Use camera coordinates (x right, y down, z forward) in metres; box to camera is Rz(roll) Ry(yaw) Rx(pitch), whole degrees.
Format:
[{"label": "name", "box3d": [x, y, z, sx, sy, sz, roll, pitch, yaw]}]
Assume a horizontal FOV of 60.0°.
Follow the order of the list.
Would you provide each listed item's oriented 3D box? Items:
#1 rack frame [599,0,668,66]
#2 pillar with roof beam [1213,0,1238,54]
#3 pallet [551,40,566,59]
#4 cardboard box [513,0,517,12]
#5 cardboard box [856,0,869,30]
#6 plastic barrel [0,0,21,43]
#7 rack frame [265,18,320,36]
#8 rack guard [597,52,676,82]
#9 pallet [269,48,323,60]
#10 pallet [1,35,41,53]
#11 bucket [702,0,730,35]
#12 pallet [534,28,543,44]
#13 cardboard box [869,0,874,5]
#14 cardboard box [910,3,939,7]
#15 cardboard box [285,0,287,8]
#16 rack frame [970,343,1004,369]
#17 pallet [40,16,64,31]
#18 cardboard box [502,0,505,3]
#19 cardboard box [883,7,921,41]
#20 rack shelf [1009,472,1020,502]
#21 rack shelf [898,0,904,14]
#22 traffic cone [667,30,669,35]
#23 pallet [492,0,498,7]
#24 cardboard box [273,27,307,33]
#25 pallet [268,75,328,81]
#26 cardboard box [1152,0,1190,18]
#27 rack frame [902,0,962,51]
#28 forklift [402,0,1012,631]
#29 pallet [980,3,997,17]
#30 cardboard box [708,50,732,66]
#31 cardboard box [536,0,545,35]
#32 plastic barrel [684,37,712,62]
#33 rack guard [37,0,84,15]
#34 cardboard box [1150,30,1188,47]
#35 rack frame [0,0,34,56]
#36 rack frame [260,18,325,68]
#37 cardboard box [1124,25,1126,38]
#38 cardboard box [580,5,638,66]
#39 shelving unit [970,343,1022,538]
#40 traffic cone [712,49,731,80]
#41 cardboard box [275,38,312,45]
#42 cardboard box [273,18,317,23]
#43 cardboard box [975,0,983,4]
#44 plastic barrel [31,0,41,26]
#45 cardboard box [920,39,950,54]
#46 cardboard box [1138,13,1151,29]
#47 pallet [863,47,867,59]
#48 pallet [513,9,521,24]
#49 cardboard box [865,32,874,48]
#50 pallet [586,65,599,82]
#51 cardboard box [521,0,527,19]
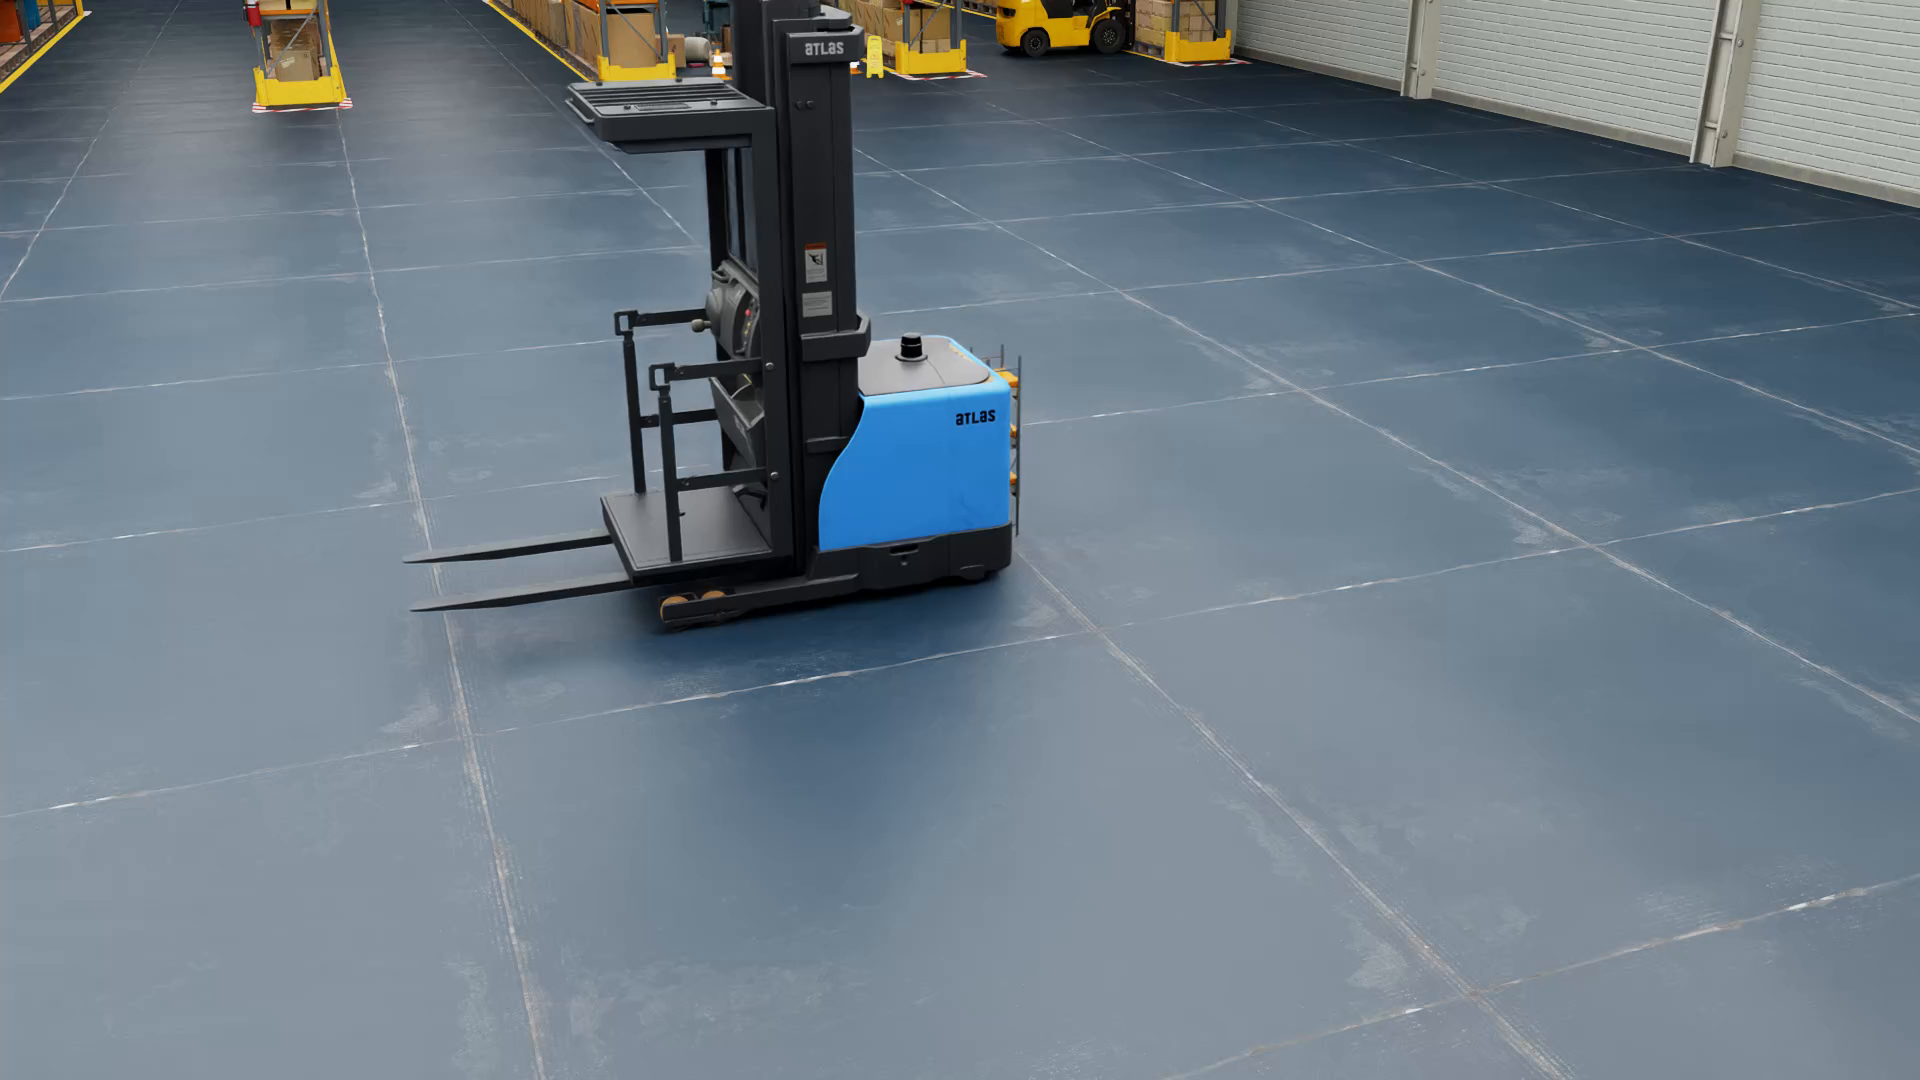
[{"label": "rack frame", "box3d": [-5.053, -8.486, 25.521, 1.000, 3.000, 0.127, -8, 24, -19]}, {"label": "pillar with roof beam", "box3d": [0.755, -12.435, 27.166, 9.100, 9.000, 0.400, -8, 24, -19]}, {"label": "pallet", "box3d": [-6.809, -8.924, 30.152, 1.003, 0.211, 1.213, -8, 24, -19]}, {"label": "cardboard box", "box3d": [-9.279, -11.583, 35.547, 0.500, 0.500, 0.500, -7, 24, -17]}, {"label": "cardboard box", "box3d": [-1.533, -9.294, 29.473, 0.500, 0.500, 0.500, -7, 24, -16]}, {"label": "plastic barrel", "box3d": [-17.377, -9.438, 30.034, 0.600, 0.830, 0.708, -8, 24, -19]}, {"label": "rack frame", "box3d": [-12.555, -10.749, 30.890, 1.000, 3.000, 0.127, -8, 24, -19]}, {"label": "rack guard", "box3d": [-5.044, -7.325, 25.986, 1.175, 0.500, 0.348, -8, 24, -19]}, {"label": "pallet", "box3d": [-11.418, -8.293, 28.654, 1.003, 0.211, 1.213, -8, 24, -19]}, {"label": "pallet", "box3d": [-17.506, -9.065, 30.486, 1.003, 0.211, 1.213, -8, 24, -19]}, {"label": "bucket", "box3d": [-4.261, -9.398, 29.943, 0.726, 0.611, 0.620, 0, 13, -1]}, {"label": "pallet", "box3d": [-7.671, -9.811, 32.255, 1.003, 0.211, 1.213, -8, 24, -19]}, {"label": "cardboard box", "box3d": [-1.354, -9.340, 28.747, 0.380, 0.149, 0.250, -7, 24, -17]}, {"label": "cardboard box", "box3d": [-0.681, -9.003, 28.782, 0.500, 0.500, 0.500, -9, 25, -21]}, {"label": "cardboard box", "box3d": [-10.110, -7.892, 24.437, 0.380, 0.149, 0.250, -8, 24, -19]}, {"label": "rack frame", "box3d": [0.147, -0.577, 9.268, 0.200, 1.050, 0.008, -8, 24, -19]}, {"label": "pallet", "box3d": [-18.897, -10.500, 33.889, 1.003, 0.211, 1.213, -8, 24, -19]}, {"label": "cardboard box", "box3d": [-10.115, -12.198, 37.458, 0.380, 0.149, 0.250, -8, 24, -19]}, {"label": "cardboard box", "box3d": [-0.984, -8.729, 28.132, 0.500, 0.500, 0.500, -8, 24, -19]}, {"label": "rack shelf", "box3d": [0.190, -0.267, 9.275, 0.215, 0.259, 0.240, -8, 24, -19]}, {"label": "rack shelf", "box3d": [-1.164, -9.597, 29.084, 1.077, 0.370, 4.000, -8, 24, -19]}, {"label": "traffic cone", "box3d": [-5.527, -9.465, 31.110, 0.336, 0.463, 0.334, -8, 24, -19]}, {"label": "pallet", "box3d": [-10.424, -12.687, 39.079, 1.003, 0.211, 1.213, -8, 24, -19]}, {"label": "cardboard box", "box3d": [-11.038, -8.186, 27.488, 0.500, 0.500, 0.500, -9, 25, -21]}, {"label": "pallet", "box3d": [-10.009, -6.885, 25.313, 1.003, 0.211, 1.213, -8, 24, -19]}, {"label": "cardboard box", "box3d": [3.730, -9.396, 29.393, 0.500, 0.250, 0.500, -8, 24, -17]}, {"label": "rack frame", "box3d": [-0.457, -9.202, 27.220, 1.000, 3.000, 0.127, -8, 24, -19]}, {"label": "forklift", "box3d": [-1.302, -1.135, 8.170, 3.031, 2.935, 1.130, -8, 24, -18]}, {"label": "pallet", "box3d": [1.130, -11.782, 36.933, 1.003, 0.211, 1.213, -8, 24, -19]}, {"label": "cardboard box", "box3d": [-4.135, -8.308, 28.618, 0.396, 0.266, 0.258, -4, 23, -10]}, {"label": "cardboard box", "box3d": [-7.436, -9.999, 31.467, 1.050, 0.750, 0.750, -8, 24, -18]}, {"label": "plastic barrel", "box3d": [-4.630, -8.550, 28.991, 0.512, 0.421, 0.421, 8, 24, 18]}, {"label": "rack guard", "box3d": [-20.035, -11.831, 36.677, 1.175, 0.500, 0.348, -8, 24, -19]}, {"label": "cardboard box", "box3d": [3.723, -8.938, 29.594, 0.500, 0.250, 0.500, -8, 24, -19]}, {"label": "rack frame", "box3d": [-17.188, -10.069, 29.278, 1.000, 3.000, 0.127, -8, 24, -19]}, {"label": "rack frame", "box3d": [-11.142, -9.295, 27.442, 1.000, 3.000, 0.127, -8, 24, -19]}, {"label": "cardboard box", "box3d": [3.184, -9.489, 30.900, 0.500, 0.250, 0.500, -8, 24, -17]}, {"label": "cardboard box", "box3d": [-5.667, -8.257, 27.173, 0.875, 0.875, 0.875, -9, 24, -20]}, {"label": "shelving unit", "box3d": [0.190, -0.533, 9.163, 0.215, 1.050, 0.252, -8, 24, -19]}, {"label": "traffic cone", "box3d": [-3.912, -7.705, 26.934, 0.336, 0.463, 0.334, -8, 24, -19]}, {"label": "cardboard box", "box3d": [-10.380, -7.555, 25.992, 0.500, 0.500, 0.500, -6, 24, -14]}, {"label": "cardboard box", "box3d": [-11.489, -8.748, 28.796, 0.700, 0.500, 0.500, -8, 24, -19]}, {"label": "cardboard box", "box3d": [0.654, -12.330, 37.319, 0.500, 0.500, 0.500, -7, 24, -17]}, {"label": "plastic barrel", "box3d": [-18.425, -10.549, 32.578, 0.600, 0.901, 0.708, -8, 24, -19]}, {"label": "cardboard box", "box3d": [-0.484, -8.459, 28.458, 0.500, 0.250, 0.500, -9, 24, -19]}, {"label": "cardboard box", "box3d": [3.553, -9.359, 29.948, 0.500, 0.250, 0.500, -9, 24, -20]}, {"label": "pallet", "box3d": [-1.165, -8.687, 29.589, 1.003, 0.211, 1.213, -8, 24, -19]}, {"label": "pallet", "box3d": [-9.015, -11.278, 35.737, 1.003, 0.211, 1.213, -8, 24, -19]}, {"label": "cardboard box", "box3d": [-1.360, -8.764, 29.180, 0.500, 0.250, 0.500, -9, 25, -21]}, {"label": "pallet", "box3d": [-5.408, -7.481, 26.727, 1.003, 0.211, 1.213, -8, 24, -19]}, {"label": "cardboard box", "box3d": [-8.738, -11.017, 34.203, 0.500, 0.500, 0.500, -9, 25, -21]}]
